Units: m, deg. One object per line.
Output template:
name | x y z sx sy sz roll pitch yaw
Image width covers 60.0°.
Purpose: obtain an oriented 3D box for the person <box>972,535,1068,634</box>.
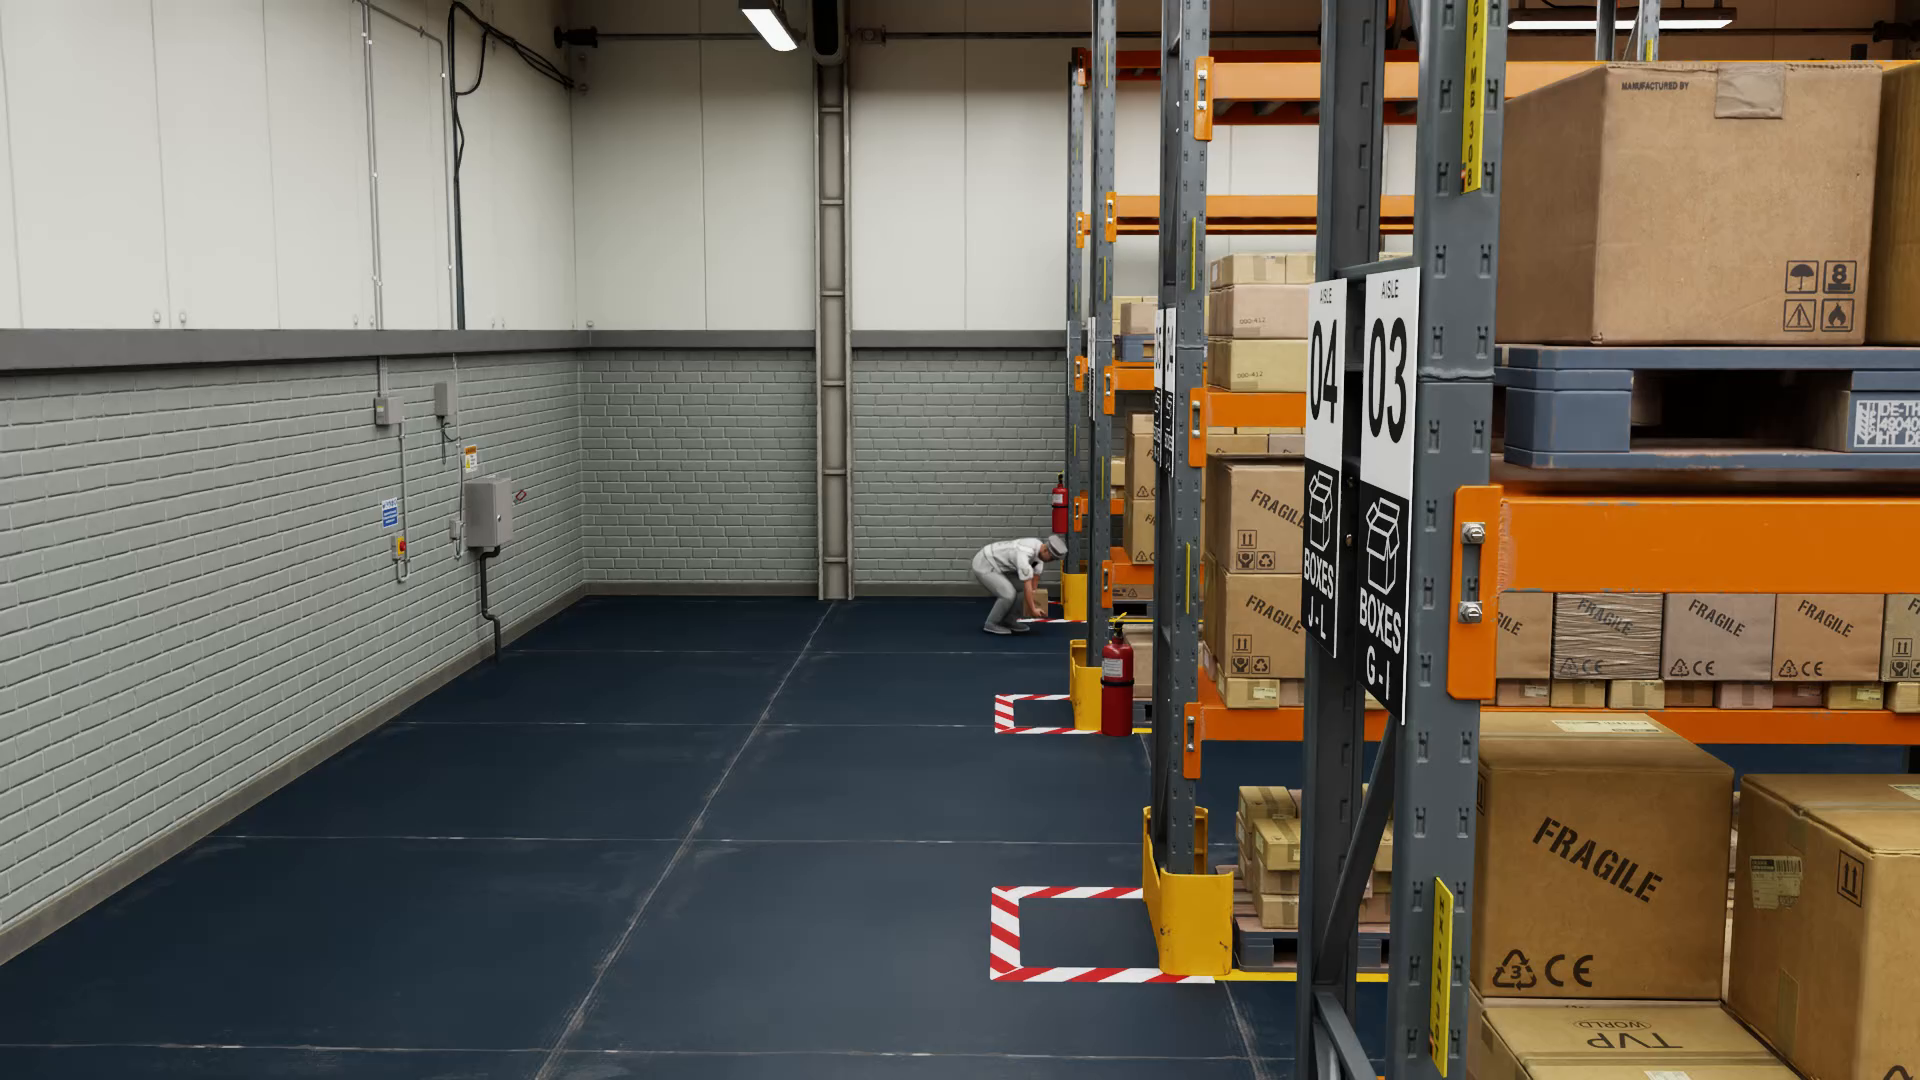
person | 0.614 0.469 17.076 1.012 0.991 0.545 5 8 32
